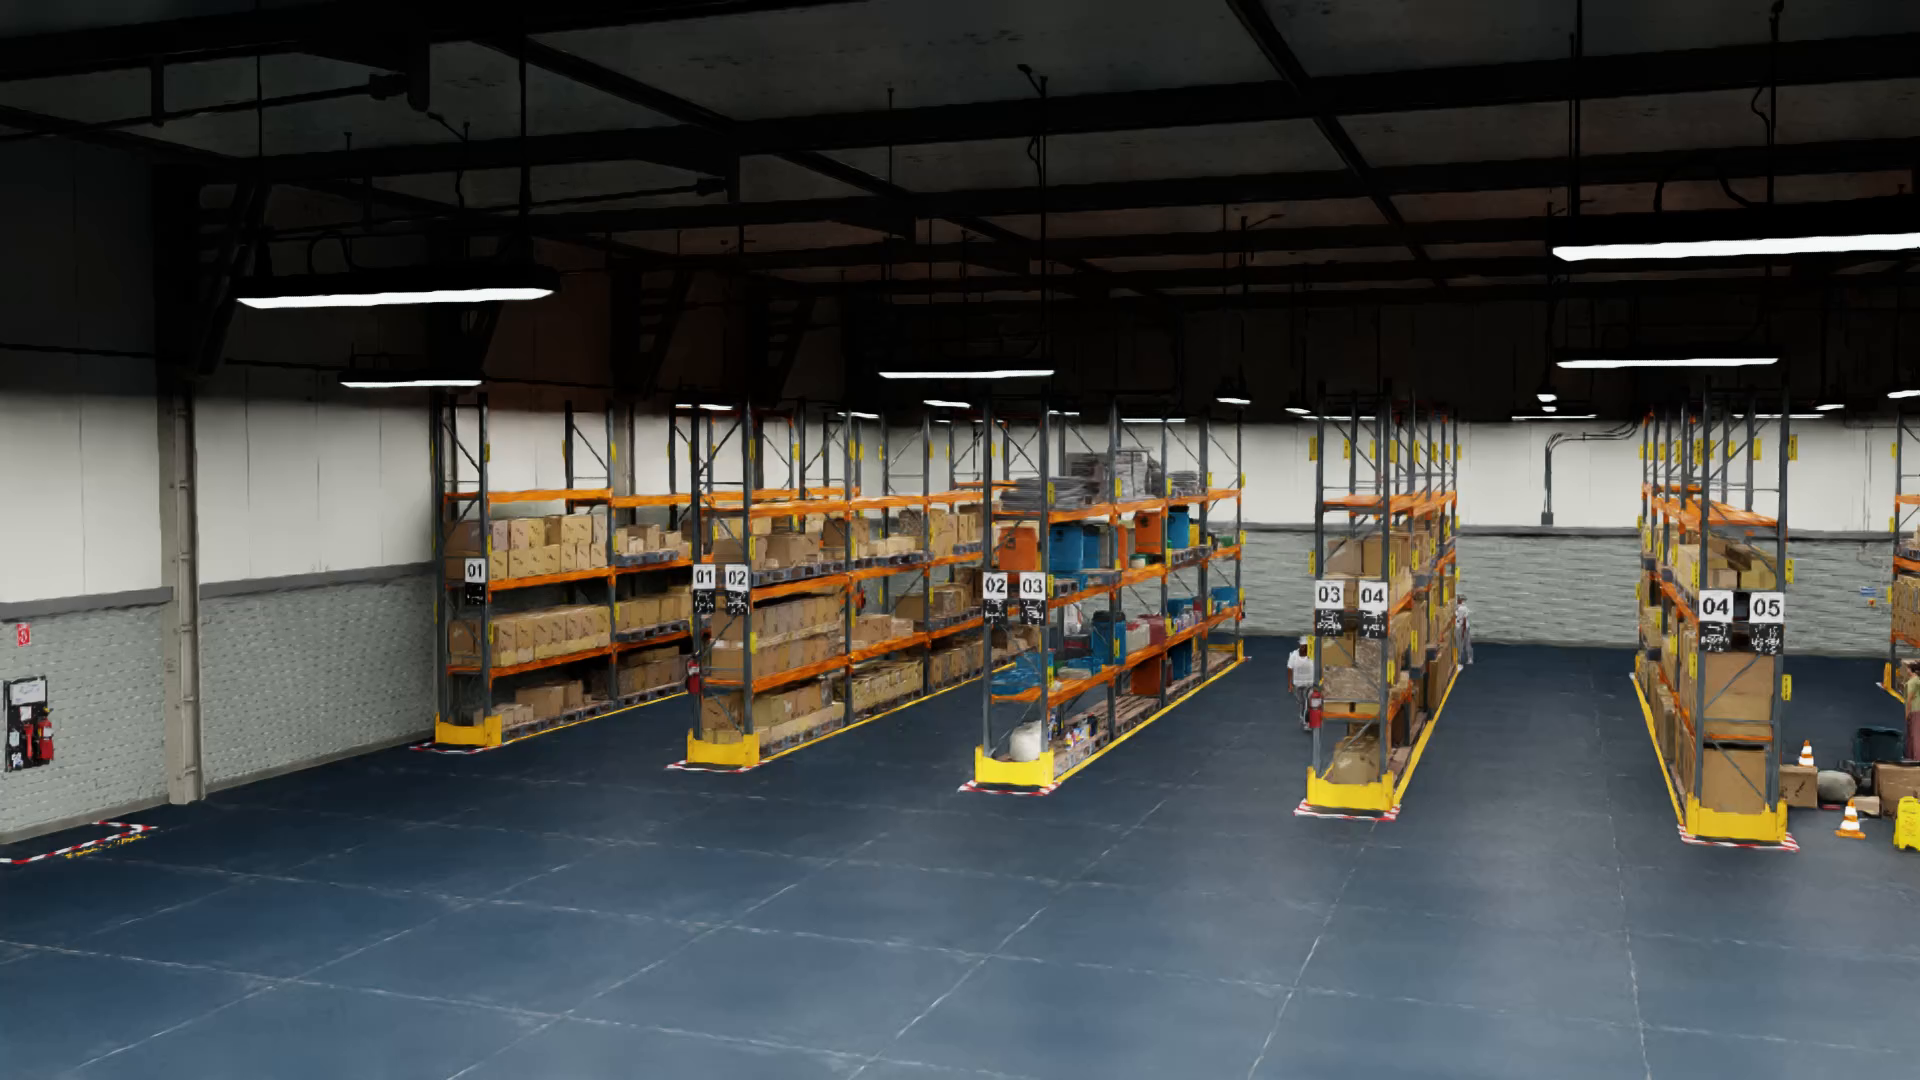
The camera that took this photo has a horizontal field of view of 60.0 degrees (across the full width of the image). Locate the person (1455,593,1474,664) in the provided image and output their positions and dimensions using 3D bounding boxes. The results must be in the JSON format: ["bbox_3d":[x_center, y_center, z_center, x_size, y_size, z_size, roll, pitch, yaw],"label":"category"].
[{"bbox_3d":[11.862,2.082,39.240,0.525,1.665,0.587,0,3,6],"label":"person"}]

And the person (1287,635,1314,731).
[{"bbox_3d":[6.178,2.552,29.937,0.577,1.691,1.121,1,3,22],"label":"person"}]

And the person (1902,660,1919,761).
[{"bbox_3d":[15.151,2.740,26.478,0.566,1.667,0.575,-3,4,-44],"label":"person"}]

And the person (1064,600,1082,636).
[{"bbox_3d":[2.671,2.000,40.085,0.564,1.736,1.042,1,3,19],"label":"person"}]
